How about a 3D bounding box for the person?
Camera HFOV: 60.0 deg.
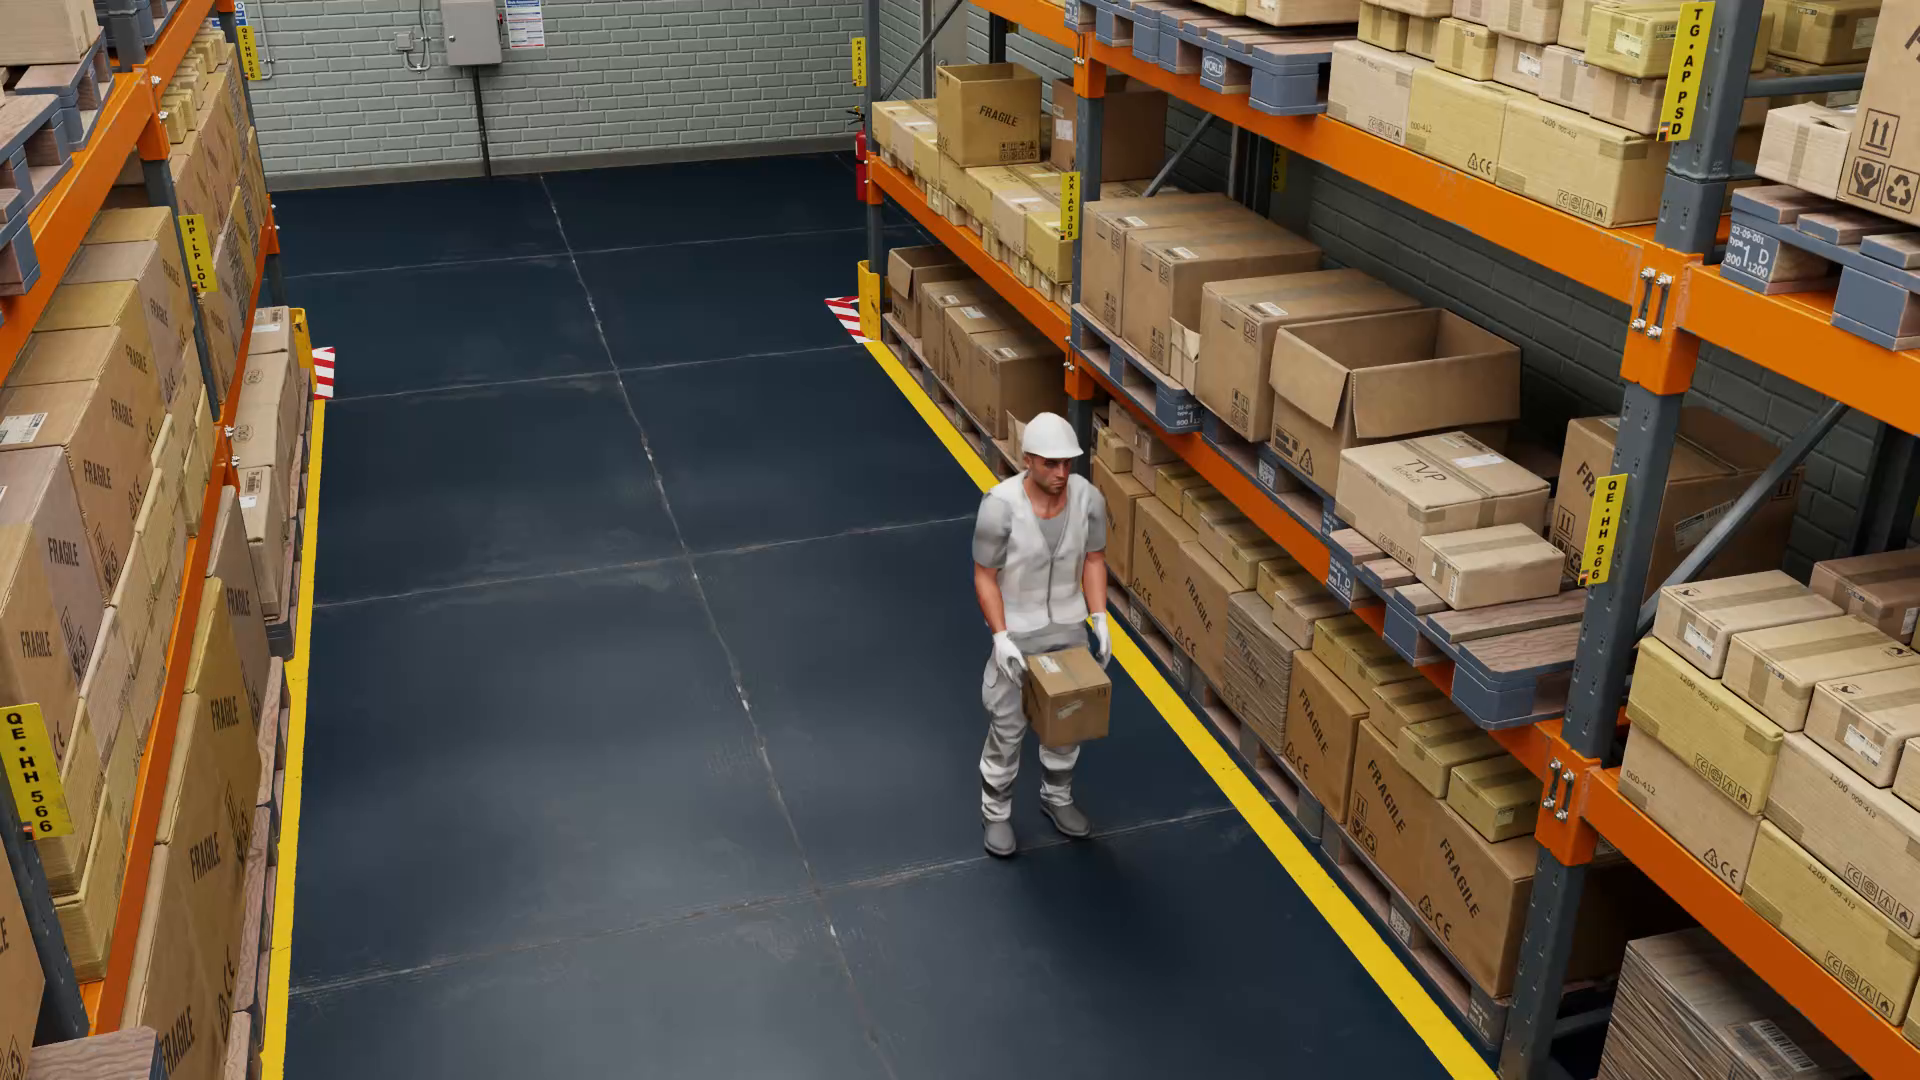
[{"bbox_3d":[0.317,0.354,6.362,0.539,1.790,0.437,-9,28,-18],"label":"person"}]
